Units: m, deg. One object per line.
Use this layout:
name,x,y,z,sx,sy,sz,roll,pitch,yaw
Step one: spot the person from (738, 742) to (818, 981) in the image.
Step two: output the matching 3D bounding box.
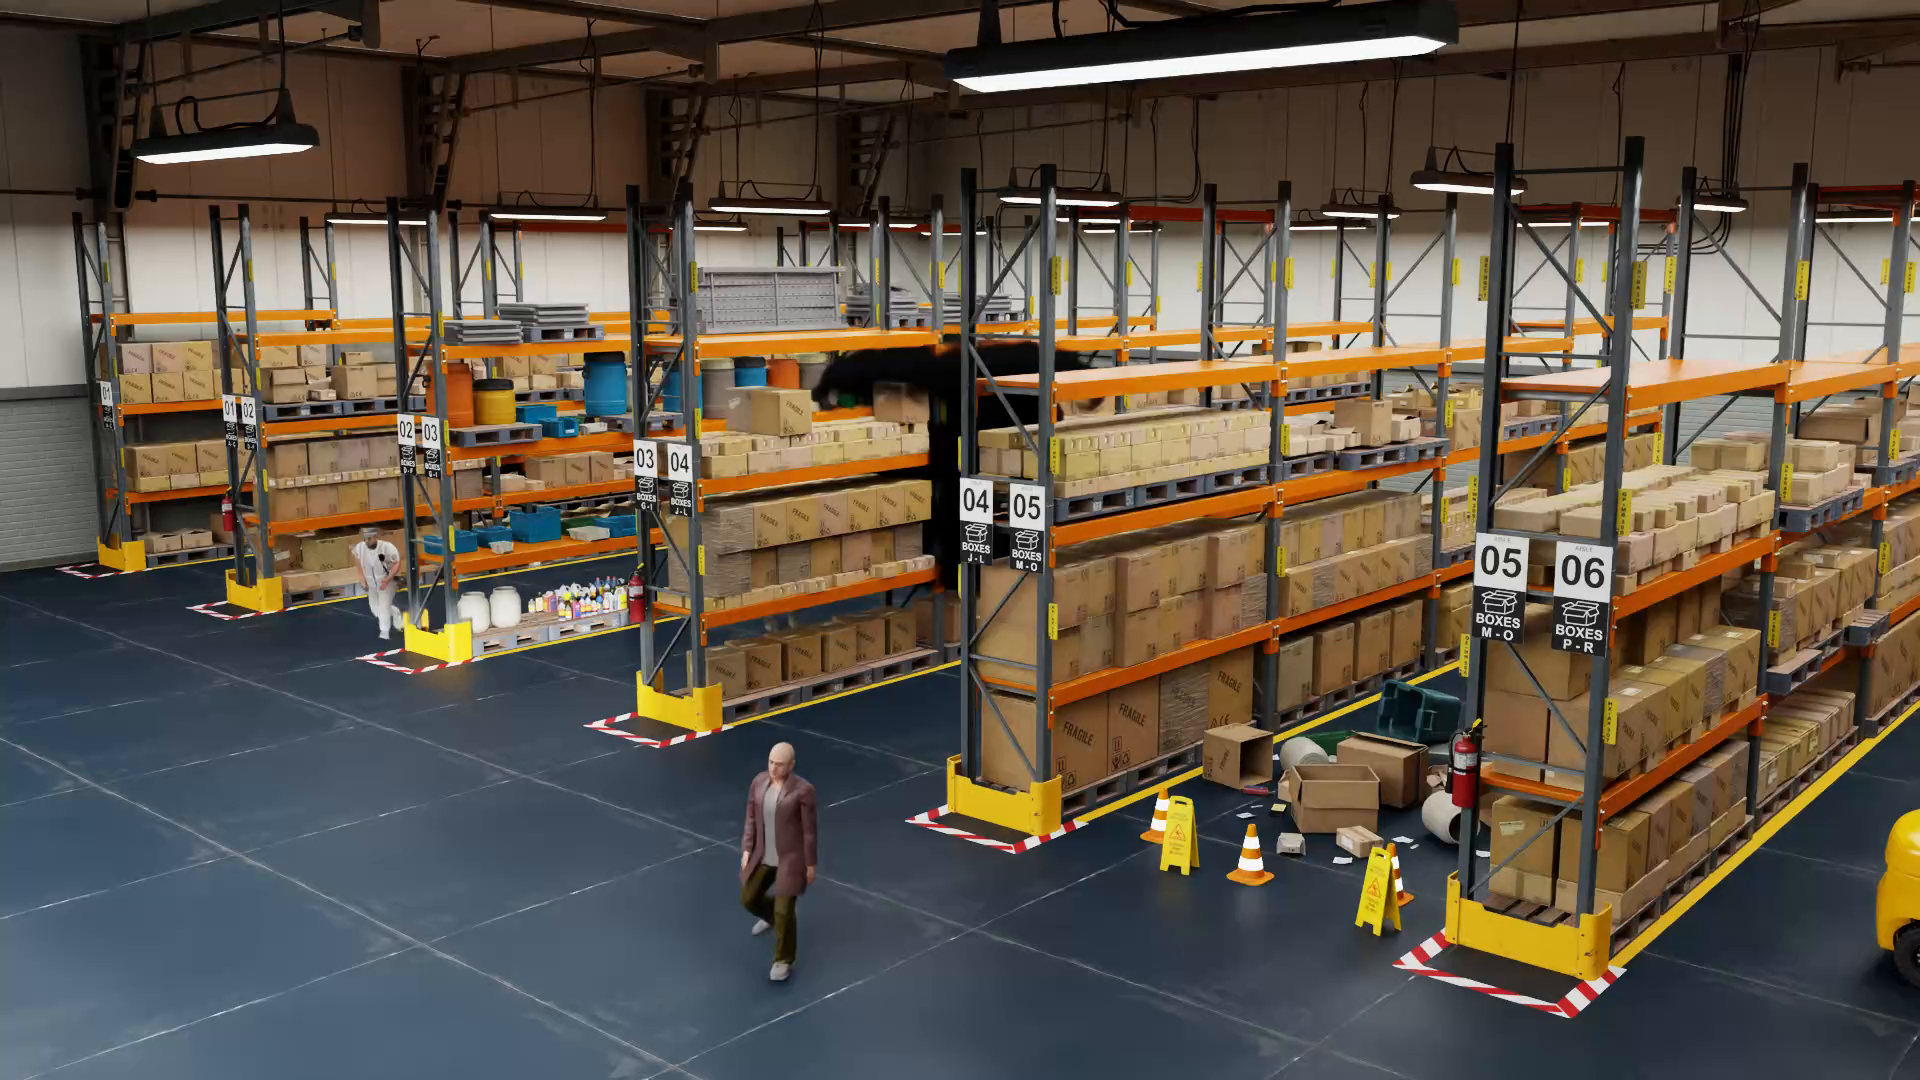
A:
person,-1.330,2.284,12.215,0.762,1.748,0.659,5,11,28

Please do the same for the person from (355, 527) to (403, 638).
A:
person,-8.019,0.569,23.018,0.669,1.594,0.810,1,10,7

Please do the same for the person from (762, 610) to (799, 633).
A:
person,-2.514,0.422,21.811,0.774,1.826,0.659,6,11,31
